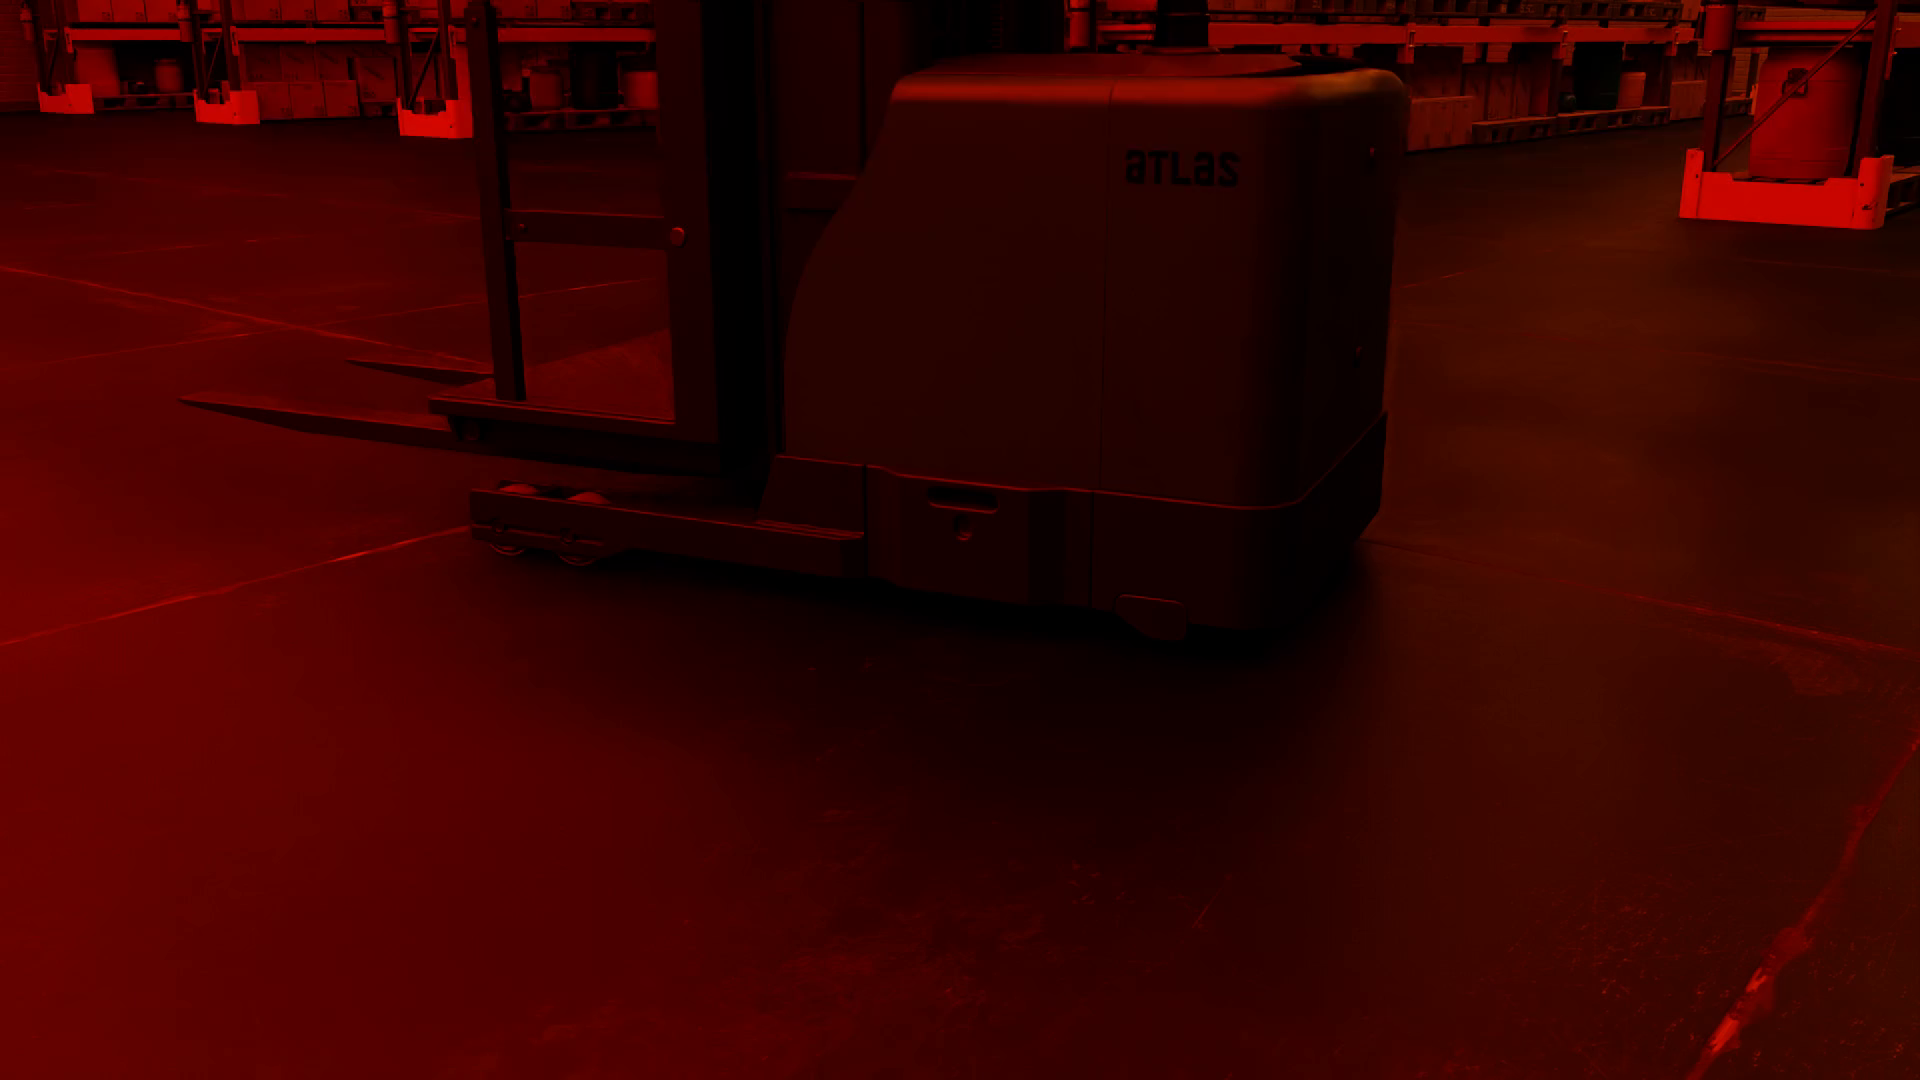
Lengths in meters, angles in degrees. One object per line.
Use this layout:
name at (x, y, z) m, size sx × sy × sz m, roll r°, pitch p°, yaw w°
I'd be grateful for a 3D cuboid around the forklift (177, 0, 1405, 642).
forklift at (-0.565, -1.473, 3.747) m, size 3.031 × 2.935 × 1.130 m, roll 7°, pitch 18°, yaw 23°
